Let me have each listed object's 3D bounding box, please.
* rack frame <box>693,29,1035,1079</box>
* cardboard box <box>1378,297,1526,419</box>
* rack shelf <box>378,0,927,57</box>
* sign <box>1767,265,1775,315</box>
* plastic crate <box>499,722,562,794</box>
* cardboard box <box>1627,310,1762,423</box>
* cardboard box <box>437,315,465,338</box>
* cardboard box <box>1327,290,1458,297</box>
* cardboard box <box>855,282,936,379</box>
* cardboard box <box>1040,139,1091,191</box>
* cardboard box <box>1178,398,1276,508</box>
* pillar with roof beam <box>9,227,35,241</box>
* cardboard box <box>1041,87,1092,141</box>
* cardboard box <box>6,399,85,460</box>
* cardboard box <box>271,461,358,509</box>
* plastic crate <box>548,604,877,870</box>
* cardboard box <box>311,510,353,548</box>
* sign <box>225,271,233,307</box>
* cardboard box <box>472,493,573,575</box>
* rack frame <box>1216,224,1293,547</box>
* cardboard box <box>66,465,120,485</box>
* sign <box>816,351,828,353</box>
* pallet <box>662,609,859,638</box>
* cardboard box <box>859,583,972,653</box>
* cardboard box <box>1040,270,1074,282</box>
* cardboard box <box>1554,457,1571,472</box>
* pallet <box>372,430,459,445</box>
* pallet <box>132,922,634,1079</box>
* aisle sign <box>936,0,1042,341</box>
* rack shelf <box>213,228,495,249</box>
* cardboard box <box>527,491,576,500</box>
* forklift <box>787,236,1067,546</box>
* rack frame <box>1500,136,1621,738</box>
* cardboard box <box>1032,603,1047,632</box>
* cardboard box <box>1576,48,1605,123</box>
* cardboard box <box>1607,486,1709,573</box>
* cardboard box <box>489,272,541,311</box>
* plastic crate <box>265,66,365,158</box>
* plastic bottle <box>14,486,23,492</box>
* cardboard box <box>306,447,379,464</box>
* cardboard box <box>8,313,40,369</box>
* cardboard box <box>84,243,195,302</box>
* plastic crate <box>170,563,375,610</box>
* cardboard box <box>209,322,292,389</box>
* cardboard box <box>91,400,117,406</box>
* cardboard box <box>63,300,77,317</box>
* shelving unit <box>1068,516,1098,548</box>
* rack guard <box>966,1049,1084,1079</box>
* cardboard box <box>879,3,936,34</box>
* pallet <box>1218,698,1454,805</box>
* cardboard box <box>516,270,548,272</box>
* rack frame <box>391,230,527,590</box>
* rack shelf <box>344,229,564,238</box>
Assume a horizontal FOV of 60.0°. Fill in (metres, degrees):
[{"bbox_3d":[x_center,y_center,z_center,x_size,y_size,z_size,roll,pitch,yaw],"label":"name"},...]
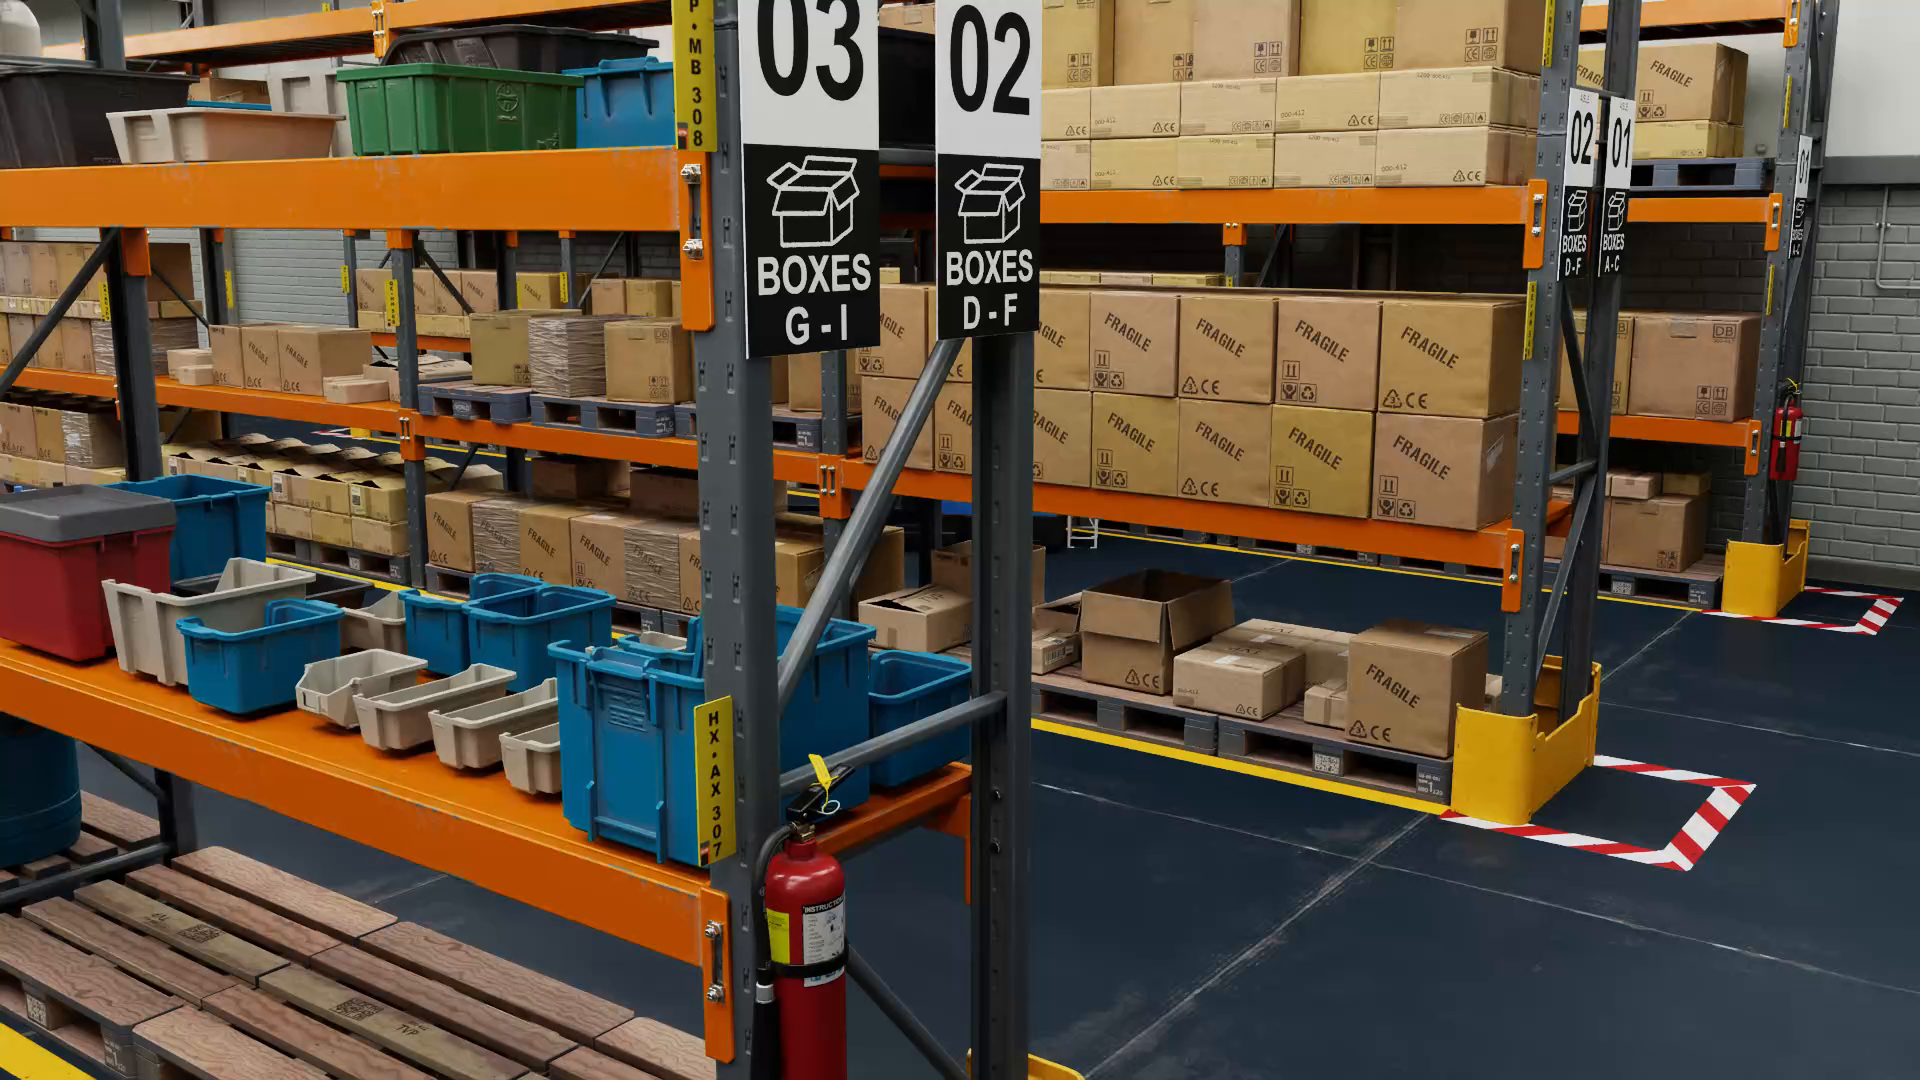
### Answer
[{"bbox_3d":[-0.167,0.467,3.718,0.127,3.000,1.000,8,13,36],"label":"rack frame"},{"bbox_3d":[2.247,-0.839,7.572,0.500,0.500,0.500,8,13,35],"label":"cardboard box"},{"bbox_3d":[-2.068,-3.361,10.659,4.000,0.370,1.077,8,13,36],"label":"rack shelf"},{"bbox_3d":[5.365,-1.653,11.004,0.005,0.325,0.100,8,13,36],"label":"sign"},{"bbox_3d":[-0.931,0.503,4.068,0.243,0.136,0.396,8,13,36],"label":"plastic crate"},{"bbox_3d":[5.281,-1.253,11.817,0.700,0.700,0.980,9,14,38],"label":"cardboard box"},{"bbox_3d":[-5.753,-2.510,19.446,0.500,0.250,0.500,8,14,36],"label":"cardboard box"},{"bbox_3d":[2.141,-0.979,8.295,0.500,0.500,0.500,8,14,36],"label":"cardboard box"},{"bbox_3d":[-0.242,-1.184,9.359,0.500,0.500,0.500,8,14,37],"label":"cardboard box"},{"bbox_3d":[0.593,-1.934,8.625,0.500,0.250,0.500,8,13,36],"label":"cardboard box"},{"bbox_3d":[1.427,-0.463,8.264,0.500,0.500,0.500,8,14,36],"label":"cardboard box"},{"bbox_3d":[-18.343,-6.538,24.131,0.400,9.000,9.100,8,13,36],"label":"pillar with roof beam"},{"bbox_3d":[0.589,-2.178,8.574,0.500,0.250,0.500,8,13,36],"label":"cardboard box"},{"bbox_3d":[-8.620,-1.051,15.722,0.500,0.500,0.500,8,13,36],"label":"cardboard box"},{"bbox_3d":[-5.075,-0.458,13.154,0.500,0.311,0.500,8,13,35],"label":"cardboard box"},{"bbox_3d":[-0.547,0.411,3.755,0.499,0.435,0.616,8,13,36],"label":"plastic crate"},{"bbox_3d":[-4.666,-0.126,12.915,0.500,0.250,0.500,8,13,35],"label":"cardboard box"},{"bbox_3d":[-6.590,-2.254,14.942,0.005,0.325,0.100,8,13,36],"label":"sign"},{"bbox_3d":[-3.057,-0.026,11.690,0.500,0.500,0.500,7,13,33],"label":"cardboard box"},{"bbox_3d":[2.474,-1.499,13.882,0.127,3.000,1.000,8,13,36],"label":"rack frame"},{"bbox_3d":[-7.804,-0.572,15.225,0.500,0.250,0.500,8,13,36],"label":"cardboard box"},{"bbox_3d":[-0.781,-1.224,9.409,0.005,0.325,0.100,8,13,36],"label":"sign"},{"bbox_3d":[-1.134,0.543,10.668,1.213,0.211,1.003,8,13,36],"label":"pallet"},{"bbox_3d":[-0.245,0.444,9.758,0.500,0.311,0.500,8,13,36],"label":"cardboard box"},{"bbox_3d":[0.717,-2.259,14.737,0.500,0.250,0.500,8,13,34],"label":"cardboard box"},{"bbox_3d":[4.478,-0.540,12.694,0.250,0.149,0.380,8,14,36],"label":"cardboard box"},{"bbox_3d":[-6.503,-1.374,20.576,1.213,0.211,1.003,8,13,36],"label":"pallet"},{"bbox_3d":[-1.787,1.600,5.202,1.213,0.211,1.003,8,13,36],"label":"pallet"},{"bbox_3d":[0.067,-0.847,3.664,0.004,0.787,0.394,8,13,36],"label":"aisle sign"},{"bbox_3d":[-5.292,-2.535,13.230,4.000,0.370,1.077,8,13,36],"label":"rack shelf"},{"bbox_3d":[-2.787,-0.110,12.122,0.500,0.500,0.500,9,14,38],"label":"cardboard box"},{"bbox_3d":[-0.626,-1.450,13.810,3.031,2.935,1.130,1,11,5],"label":"forklift"},{"bbox_3d":[2.768,-0.291,7.635,0.127,3.000,1.000,8,13,36],"label":"rack frame"},{"bbox_3d":[0.509,0.497,9.912,0.250,0.149,0.380,8,13,36],"label":"cardboard box"},{"bbox_3d":[4.549,-3.170,11.675,0.500,0.500,0.500,8,14,37],"label":"cardboard box"},{"bbox_3d":[5.074,-0.092,12.083,0.500,0.500,0.700,8,13,36],"label":"cardboard box"},{"bbox_3d":[-4.944,-2.764,18.788,0.500,0.500,0.500,8,13,35],"label":"cardboard box"},{"bbox_3d":[-1.770,-1.244,4.976,0.530,0.282,0.437,8,13,36],"label":"plastic crate"},{"bbox_3d":[-3.910,-0.088,6.927,0.097,0.271,0.097,0,11,0],"label":"plastic bottle"},{"bbox_3d":[-5.181,-0.599,13.884,0.500,0.311,0.500,8,13,35],"label":"cardboard box"},{"bbox_3d":[-8.510,-1.911,15.745,0.500,0.500,0.700,8,14,37],"label":"cardboard box"},{"bbox_3d":[-7.265,-2.375,14.729,0.500,0.500,0.700,8,14,36],"label":"cardboard box"},{"bbox_3d":[-2.329,0.208,5.625,0.590,0.125,0.437,8,13,36],"label":"plastic crate"},{"bbox_3d":[-5.870,-1.541,13.834,0.500,0.500,0.500,9,14,40],"label":"cardboard box"},{"bbox_3d":[-7.898,-1.077,15.857,0.500,0.500,0.500,8,13,36],"label":"cardboard box"},{"bbox_3d":[-7.873,-2.092,14.974,0.250,0.149,0.380,8,13,35],"label":"cardboard box"},{"bbox_3d":[1.029,-0.570,13.815,0.258,1.200,0.503,1,11,5],"label":"shelving unit"},{"bbox_3d":[-0.139,1.695,3.952,0.348,0.500,1.175,8,13,36],"label":"rack guard"},{"bbox_3d":[-0.041,-2.704,9.318,0.500,0.500,0.700,8,13,36],"label":"cardboard box"},{"bbox_3d":[2.064,0.980,8.407,1.213,0.211,1.003,8,13,36],"label":"pallet"},{"bbox_3d":[-5.043,-2.903,19.508,0.500,0.500,0.500,8,14,37],"label":"cardboard box"},{"bbox_3d":[-3.680,-1.190,12.284,0.127,3.000,1.000,8,13,36],"label":"rack frame"},{"bbox_3d":[-5.587,-3.743,19.477,4.000,0.370,1.077,8,13,36],"label":"rack shelf"}]
